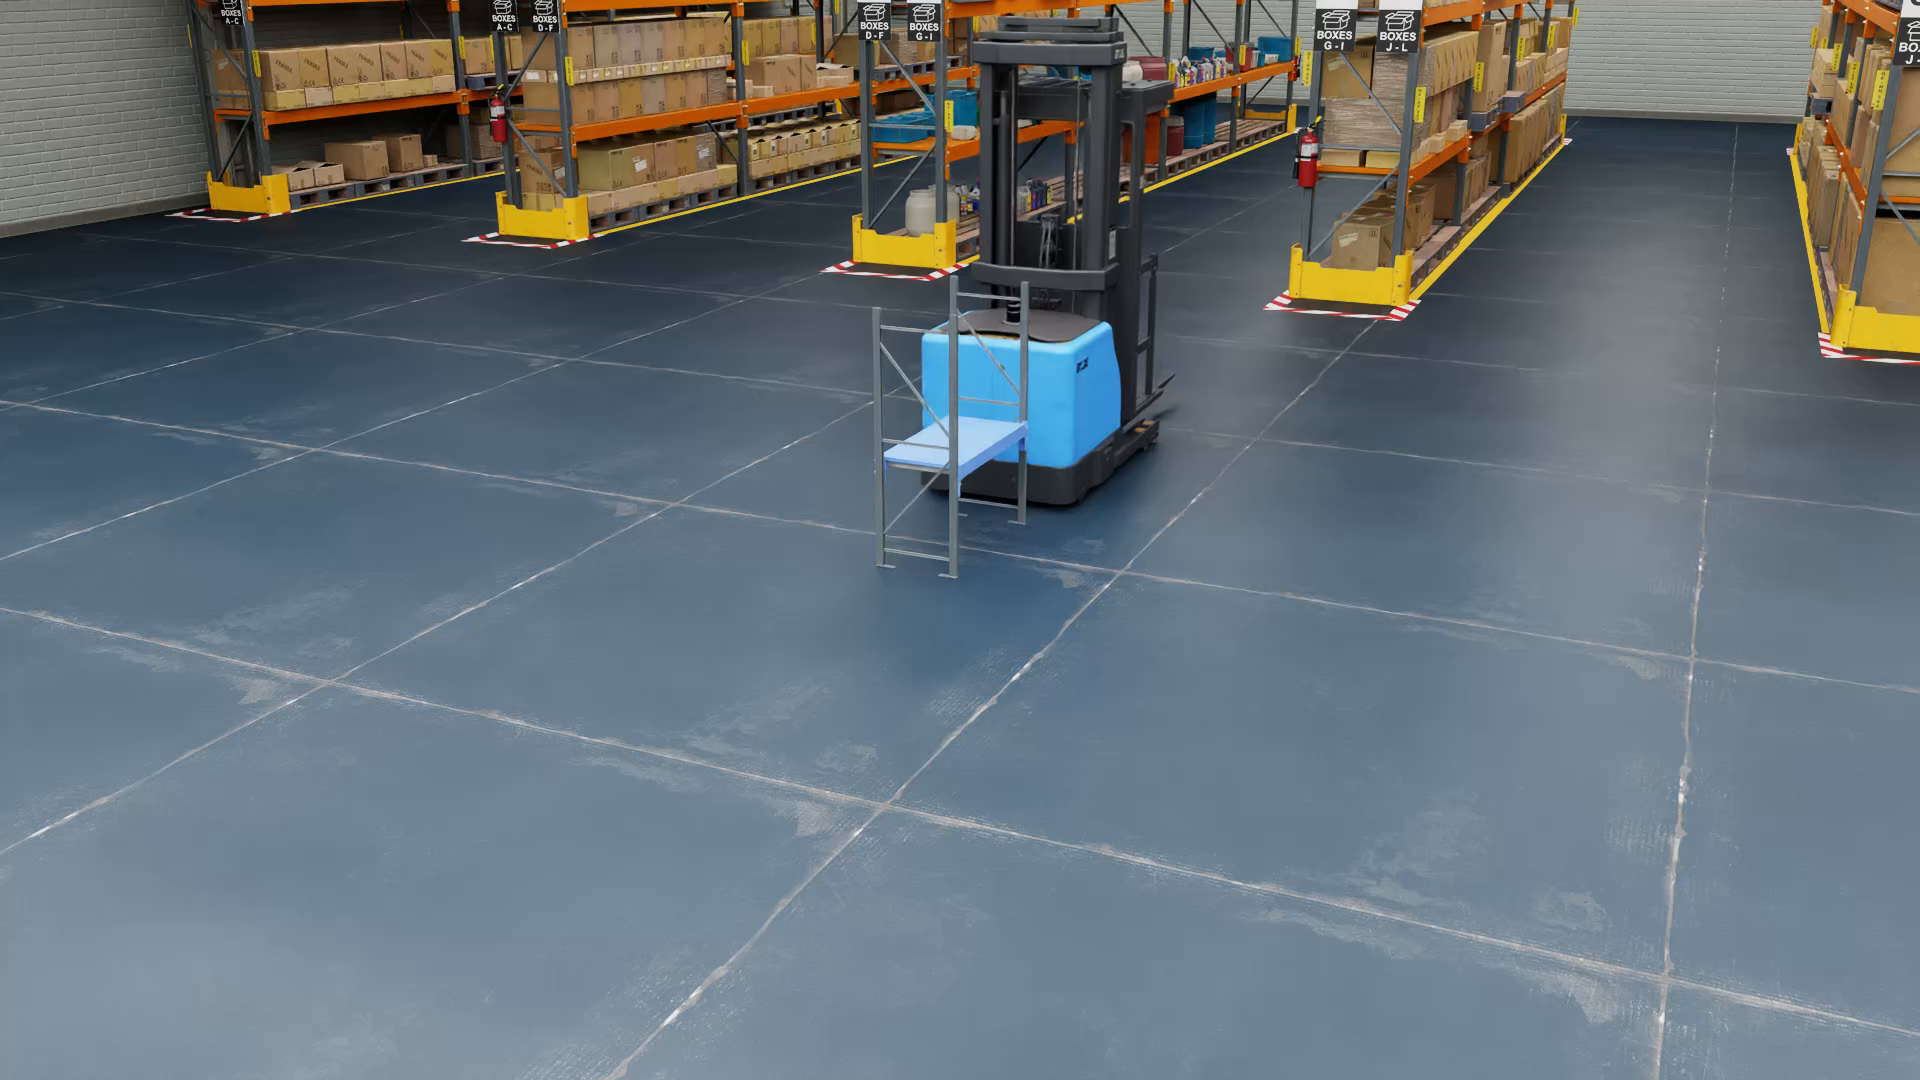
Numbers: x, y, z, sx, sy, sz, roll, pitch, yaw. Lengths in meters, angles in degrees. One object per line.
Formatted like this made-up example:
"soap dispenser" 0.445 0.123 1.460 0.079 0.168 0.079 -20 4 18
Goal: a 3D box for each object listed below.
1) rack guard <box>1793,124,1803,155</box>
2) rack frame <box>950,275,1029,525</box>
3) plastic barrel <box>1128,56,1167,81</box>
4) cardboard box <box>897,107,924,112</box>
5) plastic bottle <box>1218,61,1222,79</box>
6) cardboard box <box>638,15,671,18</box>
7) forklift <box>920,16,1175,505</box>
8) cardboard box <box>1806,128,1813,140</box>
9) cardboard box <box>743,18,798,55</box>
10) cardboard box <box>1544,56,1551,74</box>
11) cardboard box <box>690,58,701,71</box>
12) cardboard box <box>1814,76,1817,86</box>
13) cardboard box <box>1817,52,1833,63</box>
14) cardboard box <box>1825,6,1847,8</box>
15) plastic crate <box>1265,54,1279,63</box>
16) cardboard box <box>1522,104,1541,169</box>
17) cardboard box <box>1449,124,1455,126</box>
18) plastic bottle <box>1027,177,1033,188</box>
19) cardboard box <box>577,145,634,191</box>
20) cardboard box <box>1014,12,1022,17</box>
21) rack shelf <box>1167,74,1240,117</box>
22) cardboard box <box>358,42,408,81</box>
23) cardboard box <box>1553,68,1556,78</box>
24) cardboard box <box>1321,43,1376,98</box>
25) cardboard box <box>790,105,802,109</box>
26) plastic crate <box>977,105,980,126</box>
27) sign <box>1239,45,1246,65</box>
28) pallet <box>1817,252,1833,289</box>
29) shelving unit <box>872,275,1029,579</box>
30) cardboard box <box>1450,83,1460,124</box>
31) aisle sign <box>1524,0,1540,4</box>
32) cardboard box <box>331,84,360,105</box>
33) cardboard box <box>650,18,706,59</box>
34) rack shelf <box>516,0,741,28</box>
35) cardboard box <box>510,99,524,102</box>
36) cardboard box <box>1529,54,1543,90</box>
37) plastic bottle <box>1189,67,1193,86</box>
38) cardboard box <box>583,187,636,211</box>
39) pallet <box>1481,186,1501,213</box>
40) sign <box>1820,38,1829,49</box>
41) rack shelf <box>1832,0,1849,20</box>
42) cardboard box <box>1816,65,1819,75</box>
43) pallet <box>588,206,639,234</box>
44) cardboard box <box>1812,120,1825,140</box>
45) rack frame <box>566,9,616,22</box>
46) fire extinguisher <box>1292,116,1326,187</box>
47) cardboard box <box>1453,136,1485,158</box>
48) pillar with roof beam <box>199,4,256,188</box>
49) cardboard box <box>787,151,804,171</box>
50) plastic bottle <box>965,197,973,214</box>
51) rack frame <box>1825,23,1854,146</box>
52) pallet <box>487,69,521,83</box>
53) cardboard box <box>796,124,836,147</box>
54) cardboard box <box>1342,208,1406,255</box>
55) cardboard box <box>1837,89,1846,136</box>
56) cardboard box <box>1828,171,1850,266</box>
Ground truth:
"rack guard" 14.905 -6.813 28.379 1.175 0.500 0.348 9 21 23
"rack frame" 0.173 -0.836 10.081 0.500 1.500 0.032 9 21 23
"plastic barrel" 2.744 -6.840 24.522 0.600 0.536 0.708 9 21 23
"cardboard box" -0.785 -7.243 28.933 0.500 0.500 0.500 8 21 21
"plastic bottle" 4.280 -7.847 27.742 0.152 0.276 0.135 9 21 23
"cardboard box" -5.539 -9.290 29.872 0.500 0.250 0.500 9 21 23
"forklift" 0.781 -2.057 11.379 1.130 2.935 3.031 8 21 21
"cardboard box" 13.574 -6.395 26.214 0.380 0.149 0.250 7 21 20
"cardboard box" -3.913 -10.292 33.986 0.980 0.700 0.700 7 21 20
"cardboard box" 9.246 -7.680 26.866 0.500 0.250 0.500 8 21 22
"cardboard box" -3.728 -6.421 22.431 0.380 0.149 0.250 9 21 23
"cardboard box" 12.187 -6.413 23.273 0.380 0.149 0.250 8 21 22
"cardboard box" 12.292 -6.775 23.403 0.380 0.149 0.250 8 21 22
"cardboard box" 14.309 -8.416 27.072 0.500 0.500 0.500 9 22 24
"plastic crate" 5.765 -9.035 31.200 0.396 0.136 0.243 9 21 23
"cardboard box" 8.205 -6.227 25.547 1.225 0.875 0.875 8 21 21
"cardboard box" 5.450 -4.689 19.052 0.380 0.149 0.250 9 21 23
"plastic bottle" 0.887 -4.479 21.383 0.144 0.351 0.185 9 21 23
"cardboard box" -4.510 -4.737 21.169 0.500 0.500 0.500 9 21 23
"cardboard box" 0.860 -9.959 31.855 0.500 0.500 0.500 9 22 24
"rack shelf" 3.477 -7.232 26.900 1.077 0.370 4.000 9 21 23
"cardboard box" -8.345 -6.895 23.955 0.500 0.500 0.500 8 21 21
"cardboard box" 9.769 -7.825 27.870 0.380 0.149 0.250 9 21 23
"cardboard box" 3.900 -4.694 16.607 0.500 0.500 0.500 9 21 23
"cardboard box" -3.710 -9.250 34.605 0.700 0.500 0.500 8 21 21
"plastic crate" 0.206 -5.260 20.600 0.450 0.188 0.662 9 21 23
"sign" 4.797 -8.236 28.239 0.100 0.325 0.005 9 21 23
"pallet" 9.639 -2.810 17.555 1.003 0.211 1.213 9 21 23
"shelving unit" -0.035 -0.681 9.644 0.538 1.500 1.048 9 21 23
"cardboard box" 5.298 -5.115 19.282 0.875 0.500 0.500 9 21 23
"aisle sign" 10.208 -10.013 29.768 0.394 0.787 0.004 9 21 23
"cardboard box" -8.753 -6.233 23.213 0.500 0.250 0.500 8 21 22
"cardboard box" -3.880 -6.784 22.484 0.700 0.500 0.500 8 21 23
"rack shelf" -4.317 -6.880 21.435 1.077 0.370 4.000 9 21 23
"cardboard box" -7.125 -7.151 27.554 0.500 0.250 0.500 8 21 22
"cardboard box" 8.663 -7.219 25.641 0.500 0.500 0.500 9 22 24
"plastic bottle" 3.645 -7.339 26.303 0.061 0.283 0.133 9 21 23
"cardboard box" -4.512 -4.384 21.295 0.500 0.250 0.500 9 21 23
"pallet" 6.855 -4.727 22.946 1.003 0.211 1.213 9 21 23
"sign" 12.800 -7.271 24.645 0.100 0.325 0.005 9 21 23
"rack shelf" 12.479 -7.254 22.486 1.077 0.370 4.000 9 21 23
"cardboard box" 12.184 -6.551 23.218 0.380 0.149 0.250 8 21 22
"pallet" -4.861 -4.120 21.239 1.003 0.211 1.213 9 21 23
"cardboard box" 12.754 -5.975 24.277 0.500 0.250 0.500 8 21 20
"rack frame" -6.381 -8.319 28.883 1.000 3.000 0.127 9 21 23
"fire extinguisher" 3.433 -3.826 16.365 0.296 0.674 0.183 9 21 23
"cardboard box" 6.721 -5.290 22.322 0.500 0.250 0.500 11 22 29
"pillar with roof beam" -6.232 -8.442 20.276 9.100 9.000 0.400 9 21 23
"cardboard box" -2.687 -5.724 25.063 0.500 0.250 0.500 8 21 21
"plastic bottle" 0.111 -4.188 20.787 0.097 0.201 0.097 0 20 0
"rack frame" 11.660 -5.568 21.149 1.000 3.000 0.127 9 21 23
"pallet" -7.154 -7.617 27.198 1.003 0.211 1.213 9 21 23
"cardboard box" -2.266 -6.299 25.844 0.500 0.311 0.500 8 21 22
"cardboard box" 4.385 -3.230 17.679 0.500 0.500 0.500 15 25 37
"cardboard box" 10.406 -4.898 19.114 0.500 0.500 0.500 9 21 23
"cardboard box" 9.701 -3.359 17.483 0.875 0.875 0.875 9 21 24
